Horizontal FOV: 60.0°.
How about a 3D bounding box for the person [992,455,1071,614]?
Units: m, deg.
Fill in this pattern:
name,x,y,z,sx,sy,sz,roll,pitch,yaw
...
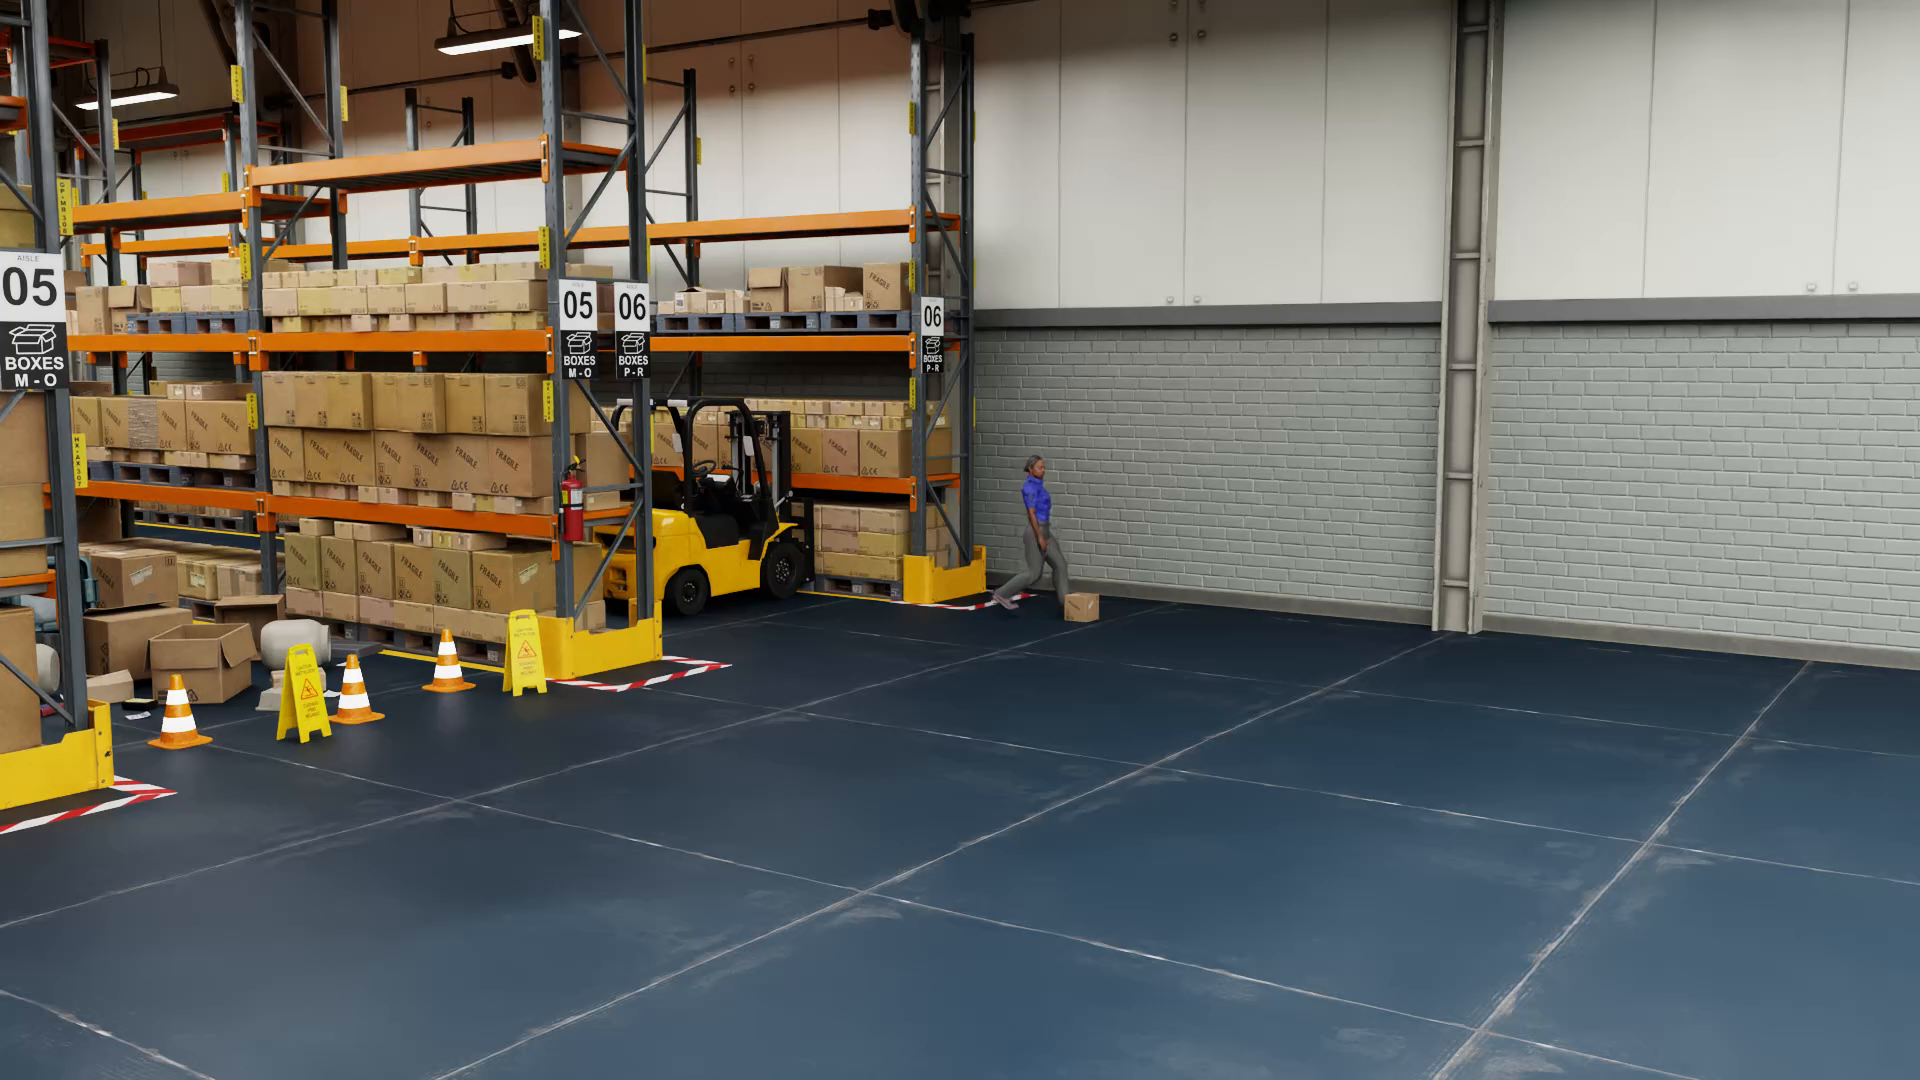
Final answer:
name,x,y,z,sx,sy,sz,roll,pitch,yaw
person,0.825,-0.047,16.611,0.957,1.607,0.485,2,7,15
